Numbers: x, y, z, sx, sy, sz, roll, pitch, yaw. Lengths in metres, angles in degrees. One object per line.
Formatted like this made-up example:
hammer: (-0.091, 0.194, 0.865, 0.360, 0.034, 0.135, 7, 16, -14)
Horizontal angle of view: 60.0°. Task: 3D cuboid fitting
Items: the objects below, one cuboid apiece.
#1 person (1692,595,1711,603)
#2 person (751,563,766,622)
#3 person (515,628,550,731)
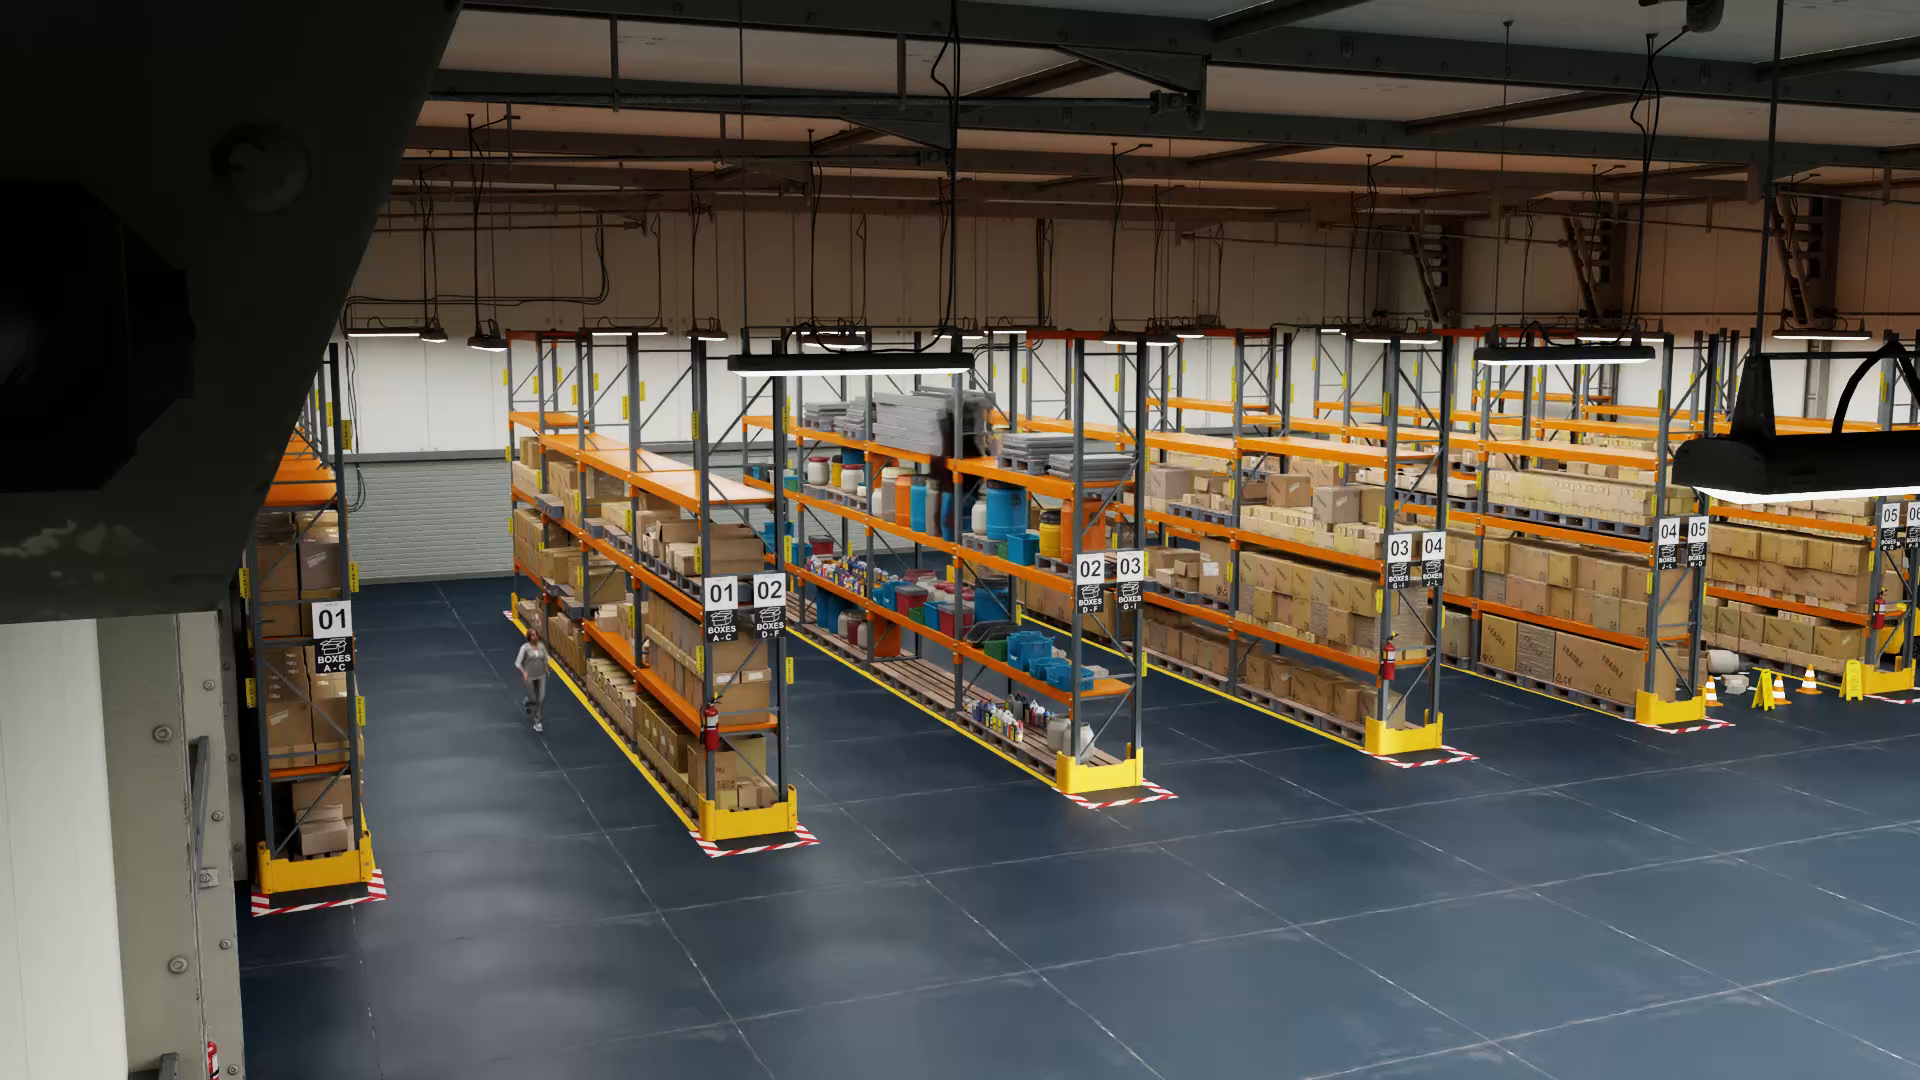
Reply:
person: (15.213, 0.906, 33.818, 0.661, 1.685, 0.576, -4, 9, -25)
person: (-3.774, 1.250, 31.224, 0.581, 1.733, 0.848, -2, 8, -12)
person: (-6.527, 2.113, 25.468, 0.545, 1.569, 0.632, -4, 9, -29)
